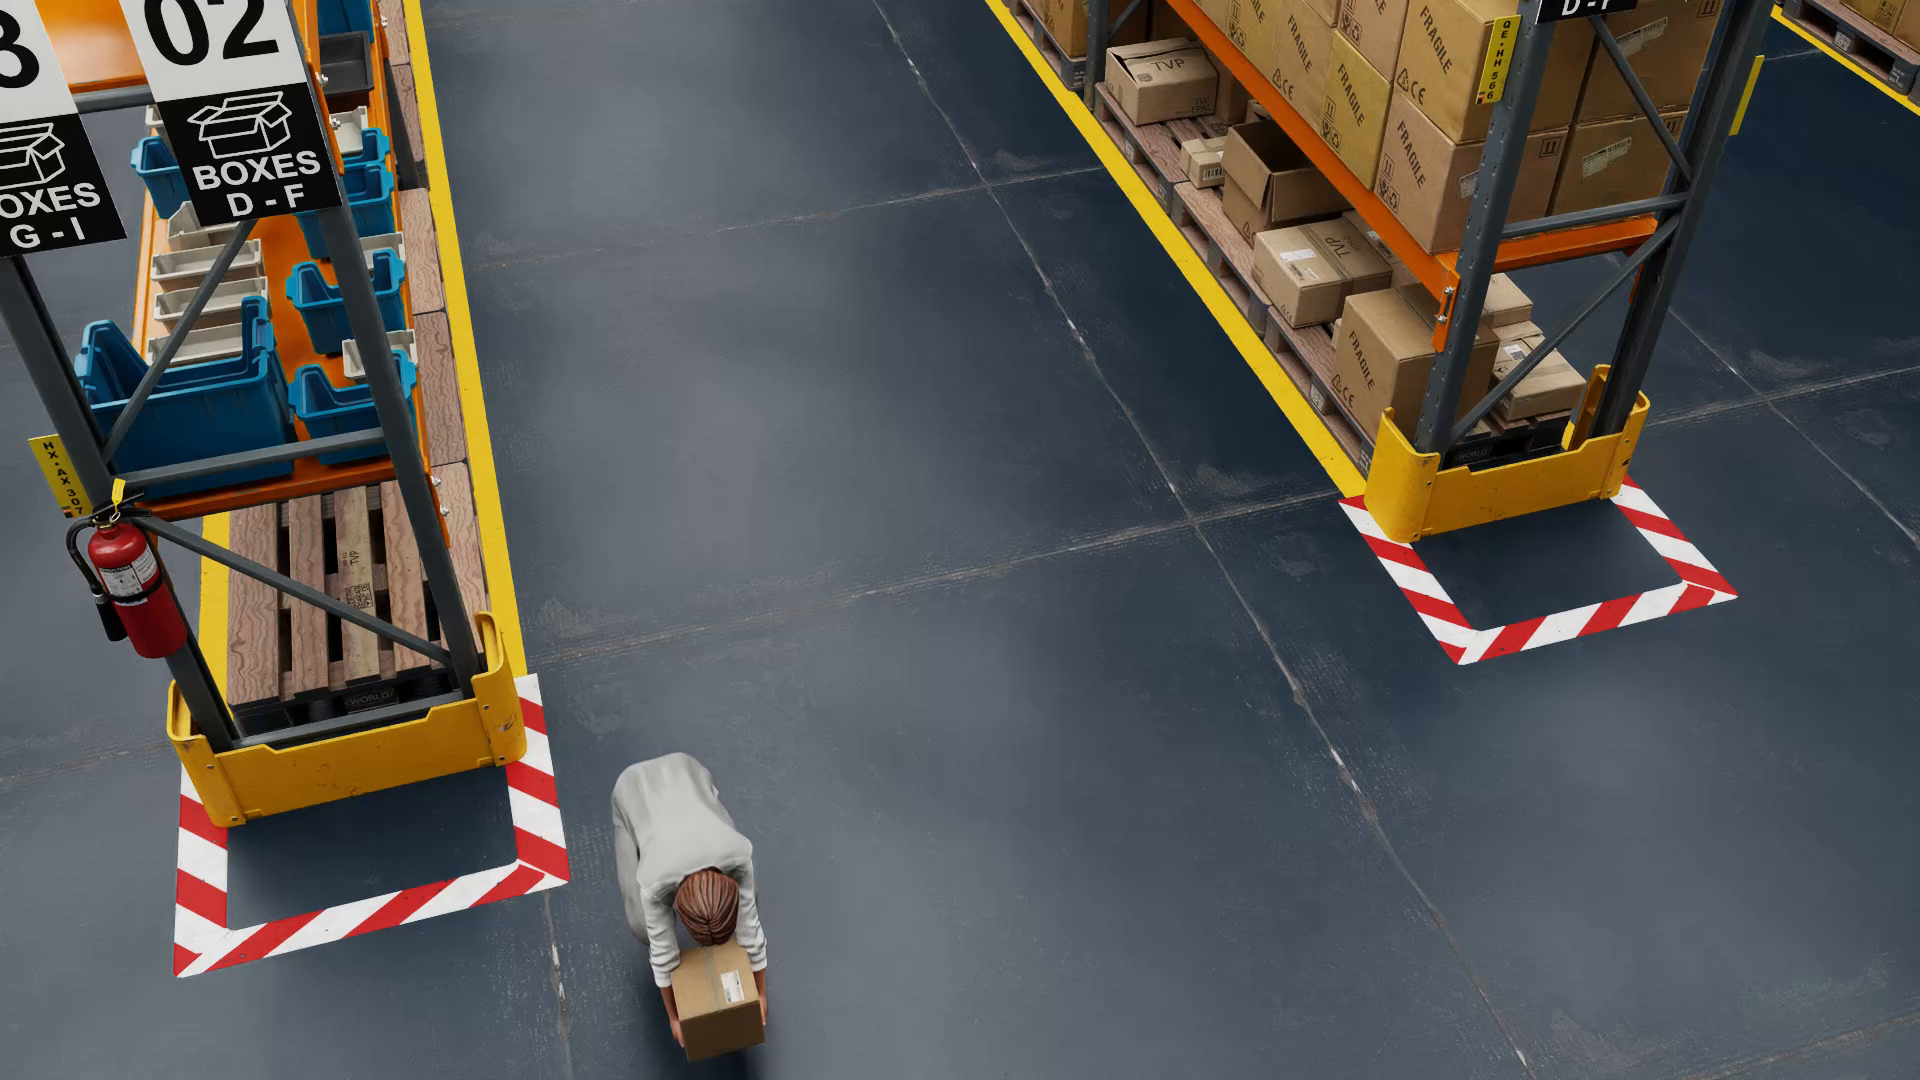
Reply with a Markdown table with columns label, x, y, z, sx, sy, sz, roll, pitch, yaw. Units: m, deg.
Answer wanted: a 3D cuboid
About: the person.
| label | x | y | z | sx | sy | sz | roll | pitch | yaw |
| --- | --- | --- | --- | --- | --- | --- | --- | --- | --- |
| person | -0.878 | 1.167 | 5.442 | 0.432 | 0.875 | 0.854 | -14 | 45 | -14 |
